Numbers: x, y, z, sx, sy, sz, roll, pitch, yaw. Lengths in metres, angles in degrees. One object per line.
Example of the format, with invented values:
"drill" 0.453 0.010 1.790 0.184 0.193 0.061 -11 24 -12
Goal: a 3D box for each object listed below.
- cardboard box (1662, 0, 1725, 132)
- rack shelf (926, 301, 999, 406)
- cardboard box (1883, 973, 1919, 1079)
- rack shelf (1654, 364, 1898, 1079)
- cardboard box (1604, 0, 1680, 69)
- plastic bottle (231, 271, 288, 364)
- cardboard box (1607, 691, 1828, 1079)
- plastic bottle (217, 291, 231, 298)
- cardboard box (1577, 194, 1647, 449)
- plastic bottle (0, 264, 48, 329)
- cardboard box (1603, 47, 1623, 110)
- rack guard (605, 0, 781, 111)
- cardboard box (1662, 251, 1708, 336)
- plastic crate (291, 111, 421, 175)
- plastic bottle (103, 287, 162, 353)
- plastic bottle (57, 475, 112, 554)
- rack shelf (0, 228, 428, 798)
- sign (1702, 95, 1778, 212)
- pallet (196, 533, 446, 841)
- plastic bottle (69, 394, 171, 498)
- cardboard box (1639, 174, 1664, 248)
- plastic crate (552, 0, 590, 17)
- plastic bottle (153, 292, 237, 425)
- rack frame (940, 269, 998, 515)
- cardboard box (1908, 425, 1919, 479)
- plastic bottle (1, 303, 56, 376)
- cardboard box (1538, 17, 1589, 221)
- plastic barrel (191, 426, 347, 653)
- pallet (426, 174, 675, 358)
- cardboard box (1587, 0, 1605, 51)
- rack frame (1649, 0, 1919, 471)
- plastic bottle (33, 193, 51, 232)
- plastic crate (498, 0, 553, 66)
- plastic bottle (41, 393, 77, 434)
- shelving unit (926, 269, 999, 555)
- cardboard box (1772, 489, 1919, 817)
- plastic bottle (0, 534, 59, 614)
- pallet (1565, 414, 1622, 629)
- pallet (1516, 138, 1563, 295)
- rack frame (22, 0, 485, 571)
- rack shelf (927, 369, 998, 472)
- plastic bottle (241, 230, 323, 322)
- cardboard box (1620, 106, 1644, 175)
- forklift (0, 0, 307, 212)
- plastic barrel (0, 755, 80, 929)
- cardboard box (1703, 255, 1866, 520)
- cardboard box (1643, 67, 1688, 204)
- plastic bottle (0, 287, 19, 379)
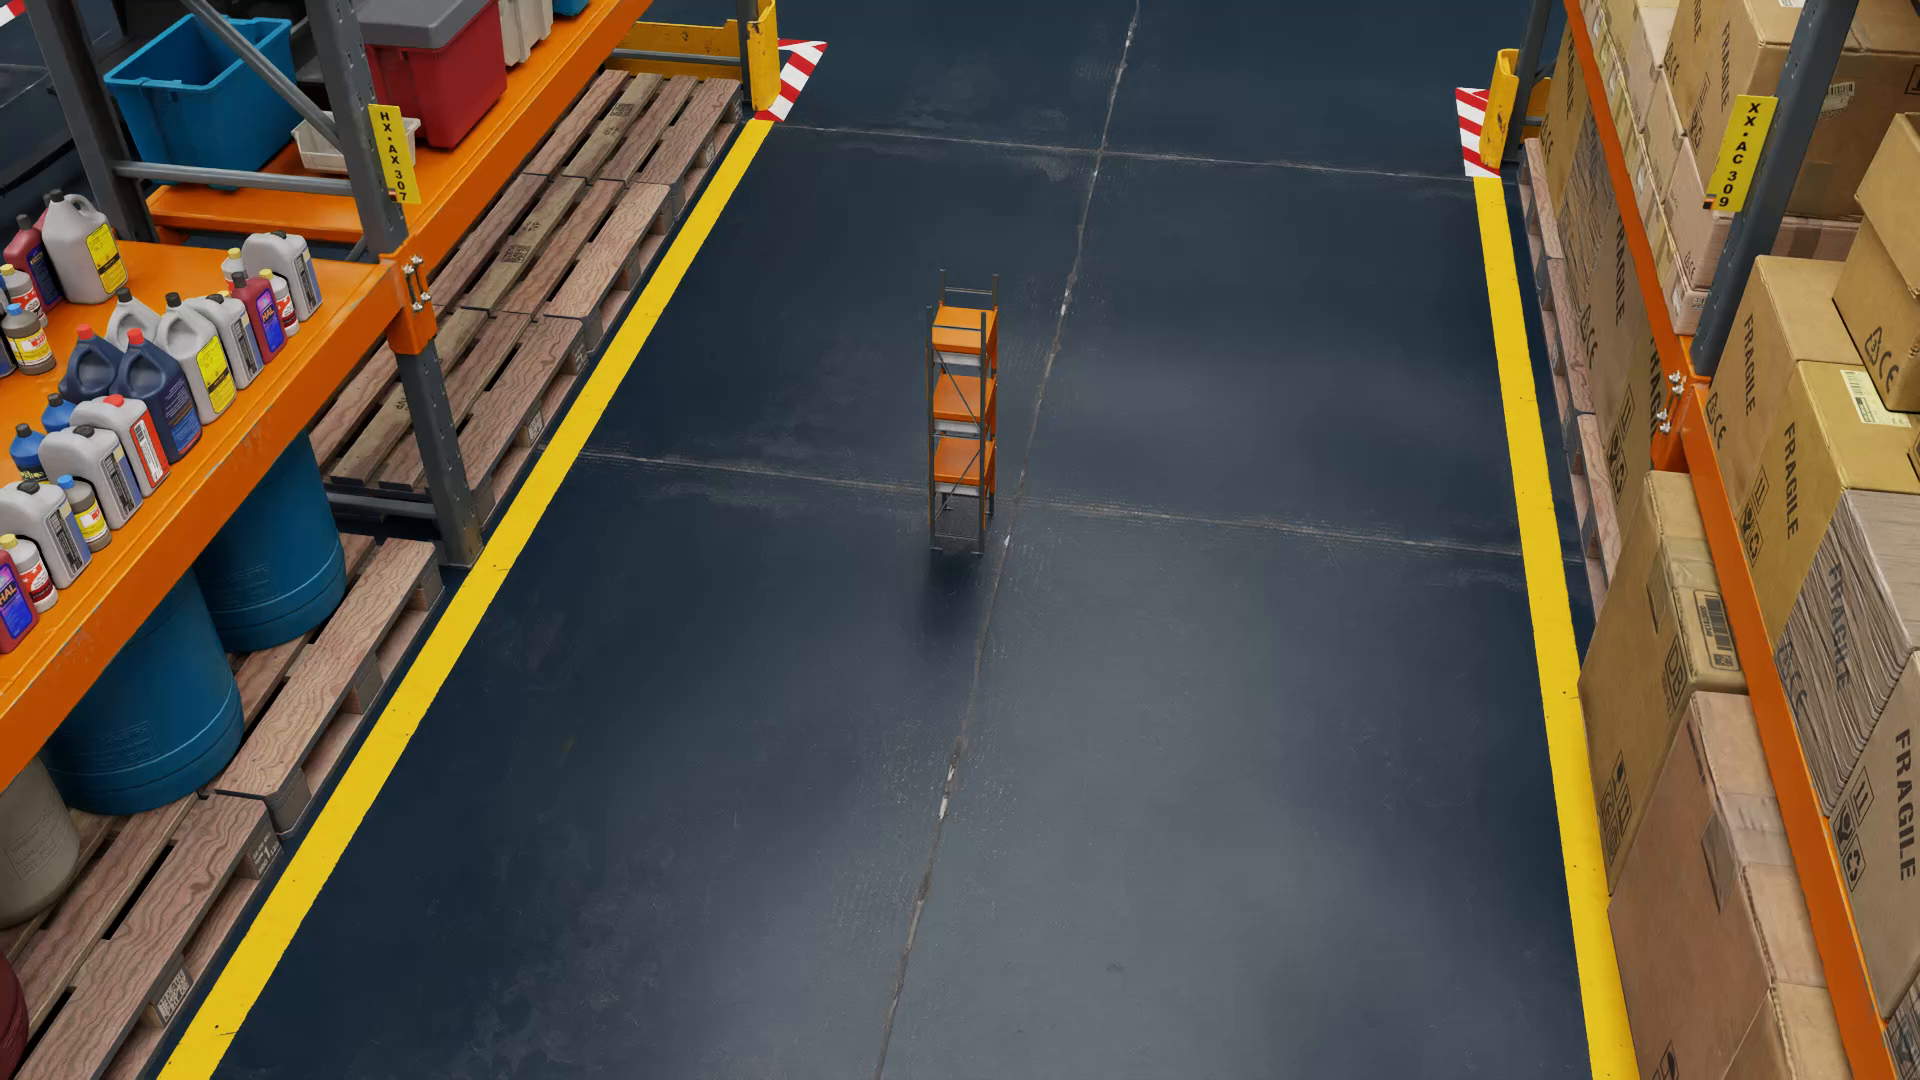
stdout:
"cardboard box" 2.508 -1.569 5.090 0.500 0.500 0.500 7 40 8
"rack shelf" 0.009 -0.649 5.782 0.215 0.259 0.240 6 40 8
"cardboard box" 1.928 0.905 2.723 0.500 0.500 0.500 5 40 6
"rack shelf" 2.254 0.941 3.322 1.077 0.370 4.000 6 40 8
"cardboard box" 2.685 -1.917 6.099 0.500 0.250 0.500 6 40 7
"plastic bottle" -2.023 -0.659 4.785 0.061 0.283 0.133 6 40 8
"cardboard box" 2.356 1.030 3.988 1.225 0.875 0.875 5 40 6
"plastic bottle" -2.104 -0.625 4.808 0.097 0.201 0.097 0 40 0
"cardboard box" 2.949 -0.905 6.328 0.875 0.875 0.875 6 40 8
"plastic bottle" -2.786 -0.720 4.922 0.097 0.201 0.097 0 40 0
"cardboard box" 2.598 -1.688 6.135 0.380 0.149 0.250 7 40 8
"rack guard" -1.594 -2.701 9.125 1.175 0.500 0.348 6 40 8
"cardboard box" 2.331 -0.722 4.966 0.380 0.149 0.250 7 40 8
"plastic crate" -2.056 -1.335 5.671 0.396 0.136 0.243 6 40 8
"plastic bottle" -2.256 -0.521 4.565 0.144 0.351 0.185 6 40 8
"plastic bottle" -2.194 -0.072 4.139 0.097 0.201 0.097 0 40 0
"rack shelf" -2.624 0.395 3.983 1.077 0.370 4.000 6 40 8
"sign" 2.054 -1.016 4.383 0.100 0.325 0.005 6 40 8
"pallet" -2.452 0.417 5.580 1.003 0.211 1.213 6 40 8
"plastic bottle" -2.178 -0.261 4.309 0.152 0.276 0.135 6 40 8
"cardboard box" 2.420 -1.045 5.357 0.380 0.149 0.250 6 40 7
"plastic crate" -1.688 -2.289 6.749 0.416 0.233 0.300 6 40 8
"plastic bottle" -2.114 -0.506 4.546 0.144 0.351 0.185 6 40 8
"rack frame" 0.030 -0.515 6.049 0.200 1.050 0.008 6 40 8
"cardboard box" 2.368 -0.185 3.254 0.797 0.503 0.637 7 40 8
"plastic bottle" -2.670 -0.581 4.754 0.097 0.201 0.097 0 40 0
"cardboard box" 3.261 -2.034 7.694 0.875 0.875 0.875 6 40 8
"plastic barrel" -2.389 -0.151 5.396 0.600 0.901 0.708 6 40 8
"pallet" -1.980 -1.296 7.652 1.003 0.211 1.213 6 40 8
"cardboard box" 2.686 -2.011 6.526 0.380 0.149 0.250 6 40 7
"rack frame" 2.601 -0.591 4.611 1.000 3.000 0.127 6 40 8
"plastic bottle" -2.761 -0.909 5.088 0.061 0.283 0.133 6 40 8
"plastic crate" -1.832 -2.053 6.425 0.437 0.282 0.530 6 40 8
"plastic bottle" -2.304 -0.261 4.313 0.097 0.271 0.097 0 40 0
"shelving unit" 0.009 -0.438 5.956 0.215 1.050 0.252 6 40 8
"cardboard box" 2.102 0.261 3.502 0.500 0.500 0.500 6 40 7
"plastic bottle" -2.235 0.074 3.963 0.097 0.201 0.097 0 40 0
"pallet" 2.809 0.015 6.067 1.003 0.211 1.213 6 40 8
"pallet" 3.231 -1.517 7.919 1.003 0.211 1.213 6 40 8
"rack frame" -2.278 -1.138 5.272 1.000 3.000 0.127 6 40 8
"rack shelf" 0.009 -0.430 5.963 0.215 0.259 0.240 6 40 8
"plastic bottle" -2.027 -0.807 4.969 0.152 0.276 0.135 6 40 8
"cardboard box" 2.508 -1.368 5.748 0.380 0.149 0.250 7 40 9
"forklift" -4.039 -3.381 8.040 1.130 2.935 3.031 8 40 10
"plastic barrel" -2.697 0.788 4.566 0.421 0.512 0.421 0 40 0
"cardboard box" 2.275 -0.369 4.264 0.500 0.500 0.500 7 40 8
"cardboard box" 2.506 -1.279 5.328 0.500 0.250 0.500 8 40 9
"plastic bottle" -2.796 -0.612 4.733 0.152 0.276 0.135 6 40 8
